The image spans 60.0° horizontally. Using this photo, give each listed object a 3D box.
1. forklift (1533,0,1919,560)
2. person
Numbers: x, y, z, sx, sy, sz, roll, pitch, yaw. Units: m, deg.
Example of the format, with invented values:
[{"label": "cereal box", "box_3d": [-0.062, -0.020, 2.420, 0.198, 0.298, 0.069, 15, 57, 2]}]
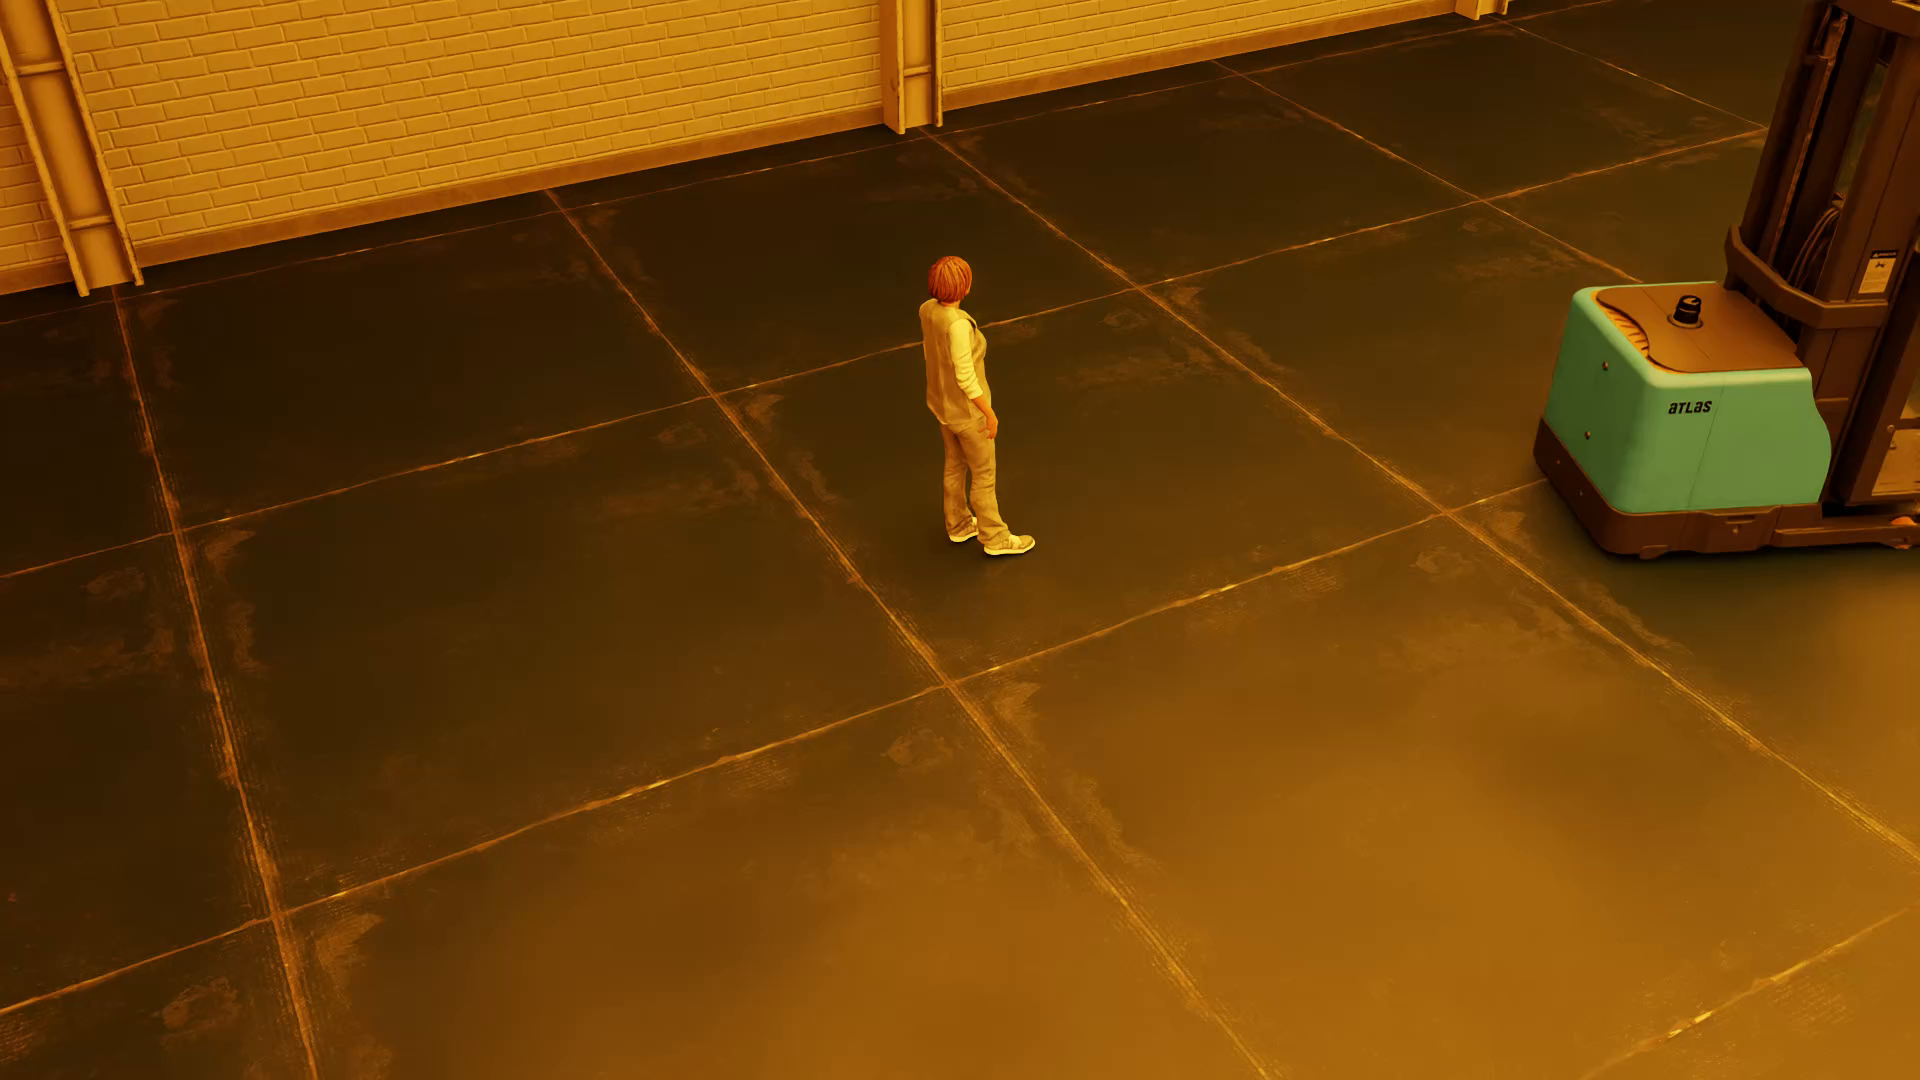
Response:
[{"label": "forklift", "box_3d": [4.724, -1.451, 8.176, 3.031, 2.935, 1.130, -3, 35, -5]}, {"label": "person", "box_3d": [0.072, -0.671, 8.215, 0.475, 1.597, 0.520, -17, 39, -23]}]
